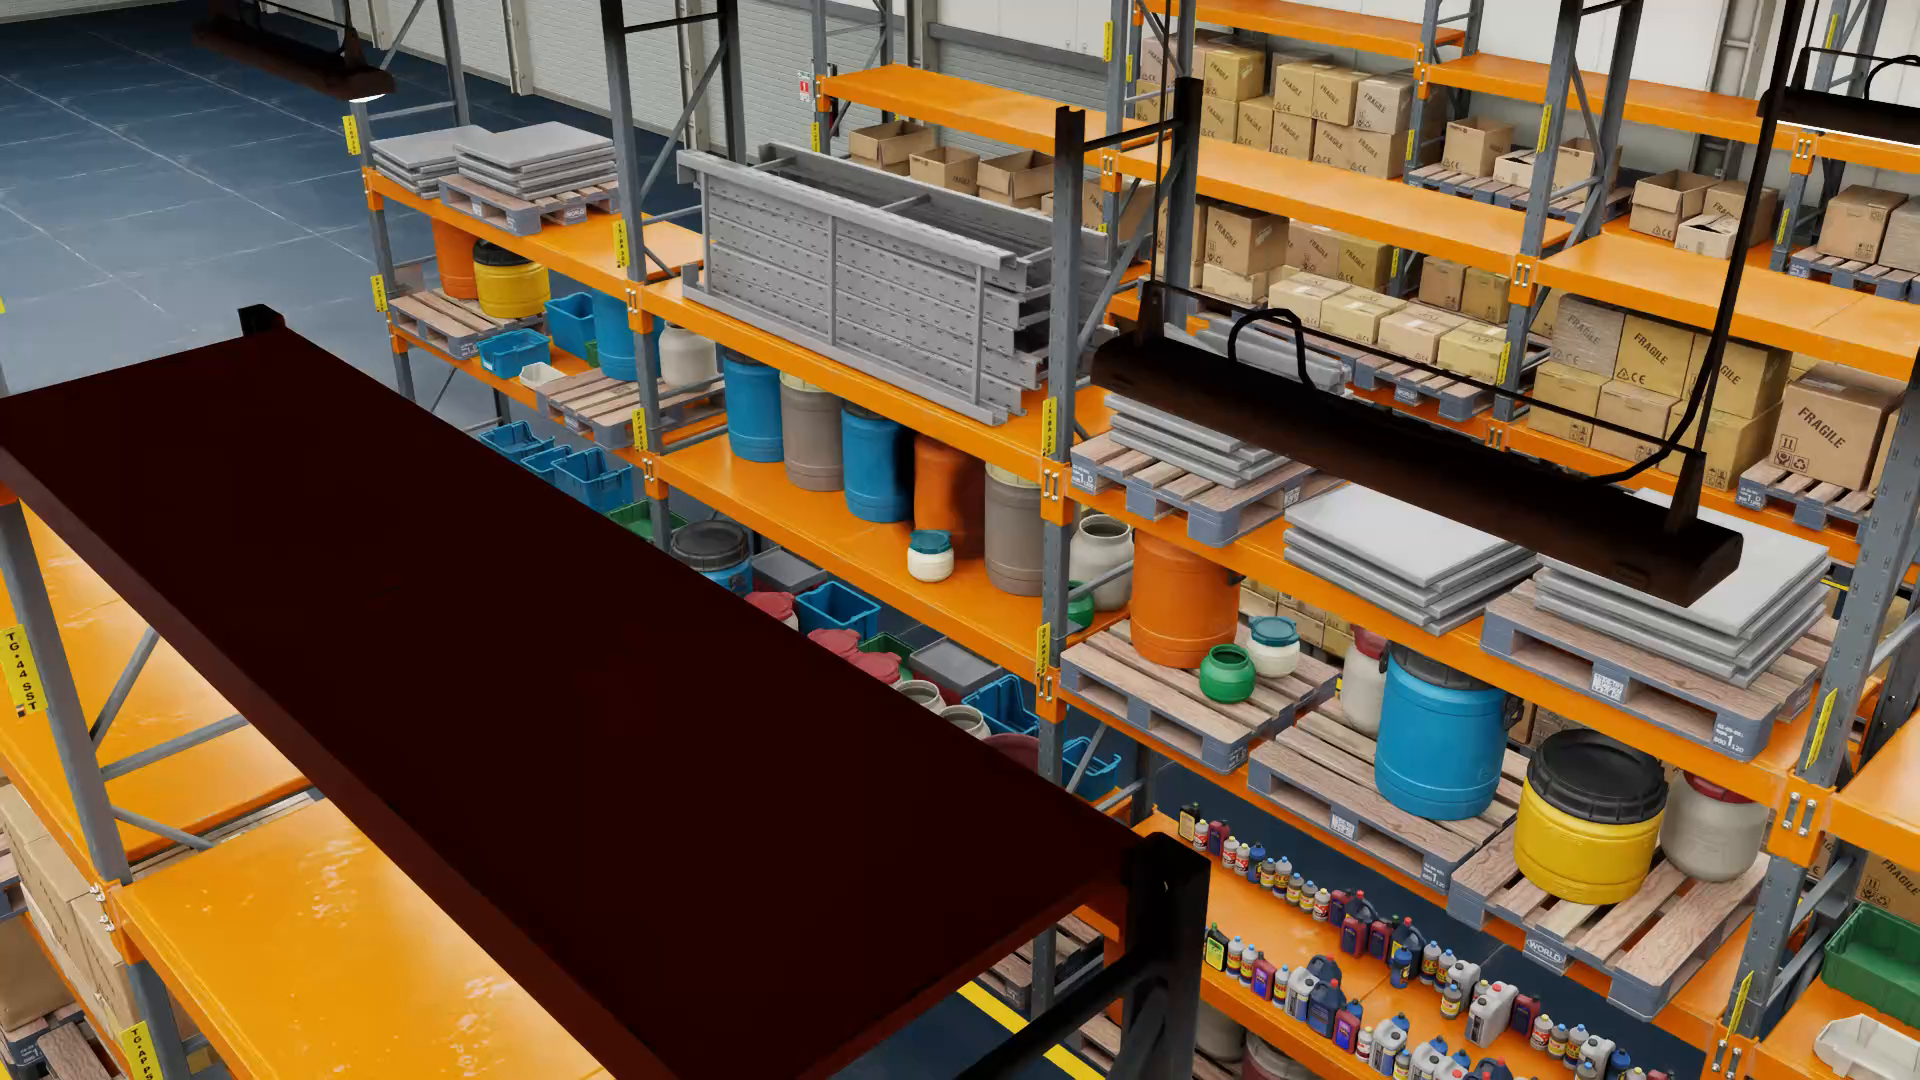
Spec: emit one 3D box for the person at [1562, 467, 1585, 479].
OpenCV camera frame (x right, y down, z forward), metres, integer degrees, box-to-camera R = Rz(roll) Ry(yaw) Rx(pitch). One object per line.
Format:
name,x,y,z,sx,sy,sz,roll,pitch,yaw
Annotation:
person,5.313,0.075,14.966,0.562,1.653,0.416,20,34,33
